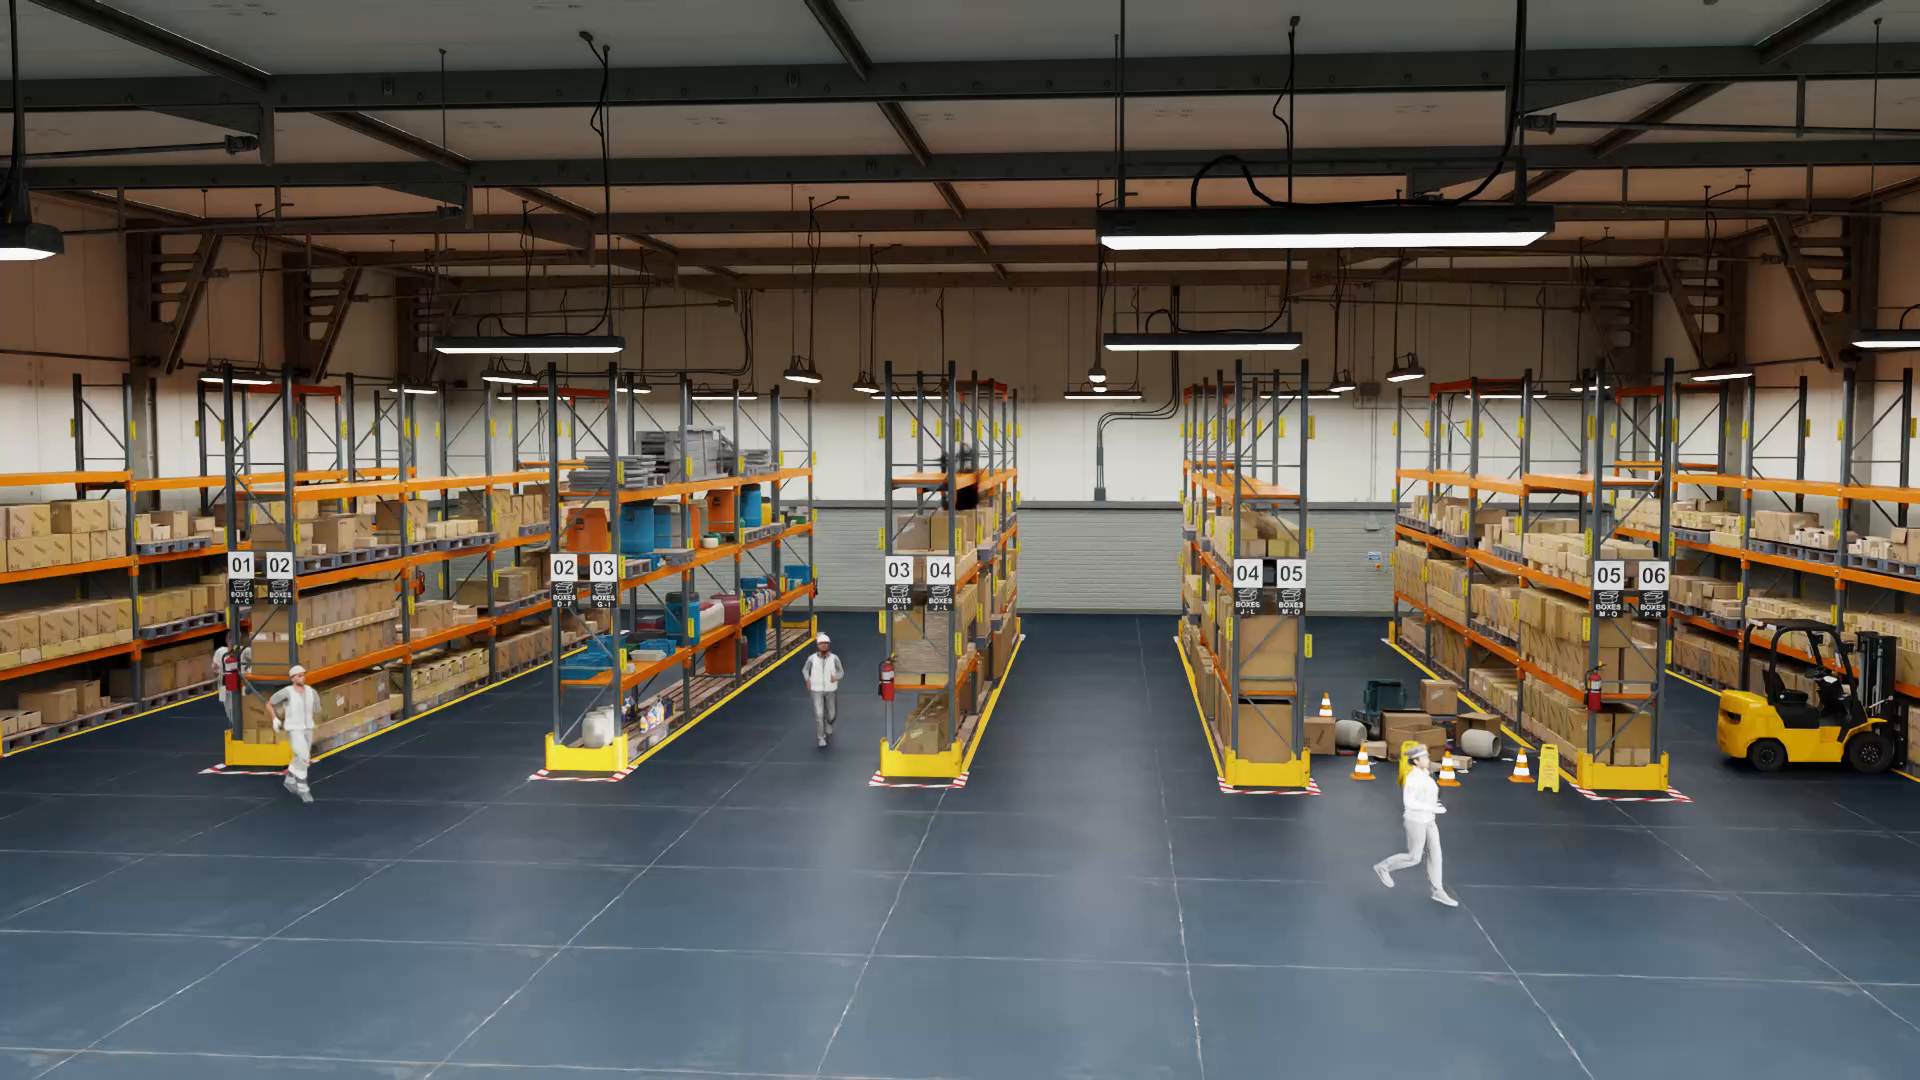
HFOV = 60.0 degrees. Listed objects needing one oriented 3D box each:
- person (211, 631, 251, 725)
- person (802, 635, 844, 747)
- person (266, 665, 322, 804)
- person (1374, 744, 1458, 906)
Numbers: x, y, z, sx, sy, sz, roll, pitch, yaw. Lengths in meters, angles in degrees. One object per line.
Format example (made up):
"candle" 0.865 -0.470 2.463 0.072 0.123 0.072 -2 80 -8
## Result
"person" -11.700 2.368 26.733 0.688 1.814 0.755 0 4 3
"person" -2.185 2.388 26.565 0.668 1.739 0.803 0 4 -7
"person" -8.970 2.620 22.545 0.799 1.847 0.651 2 4 29
"person" 4.860 2.992 17.656 0.901 1.693 0.616 3 5 37
